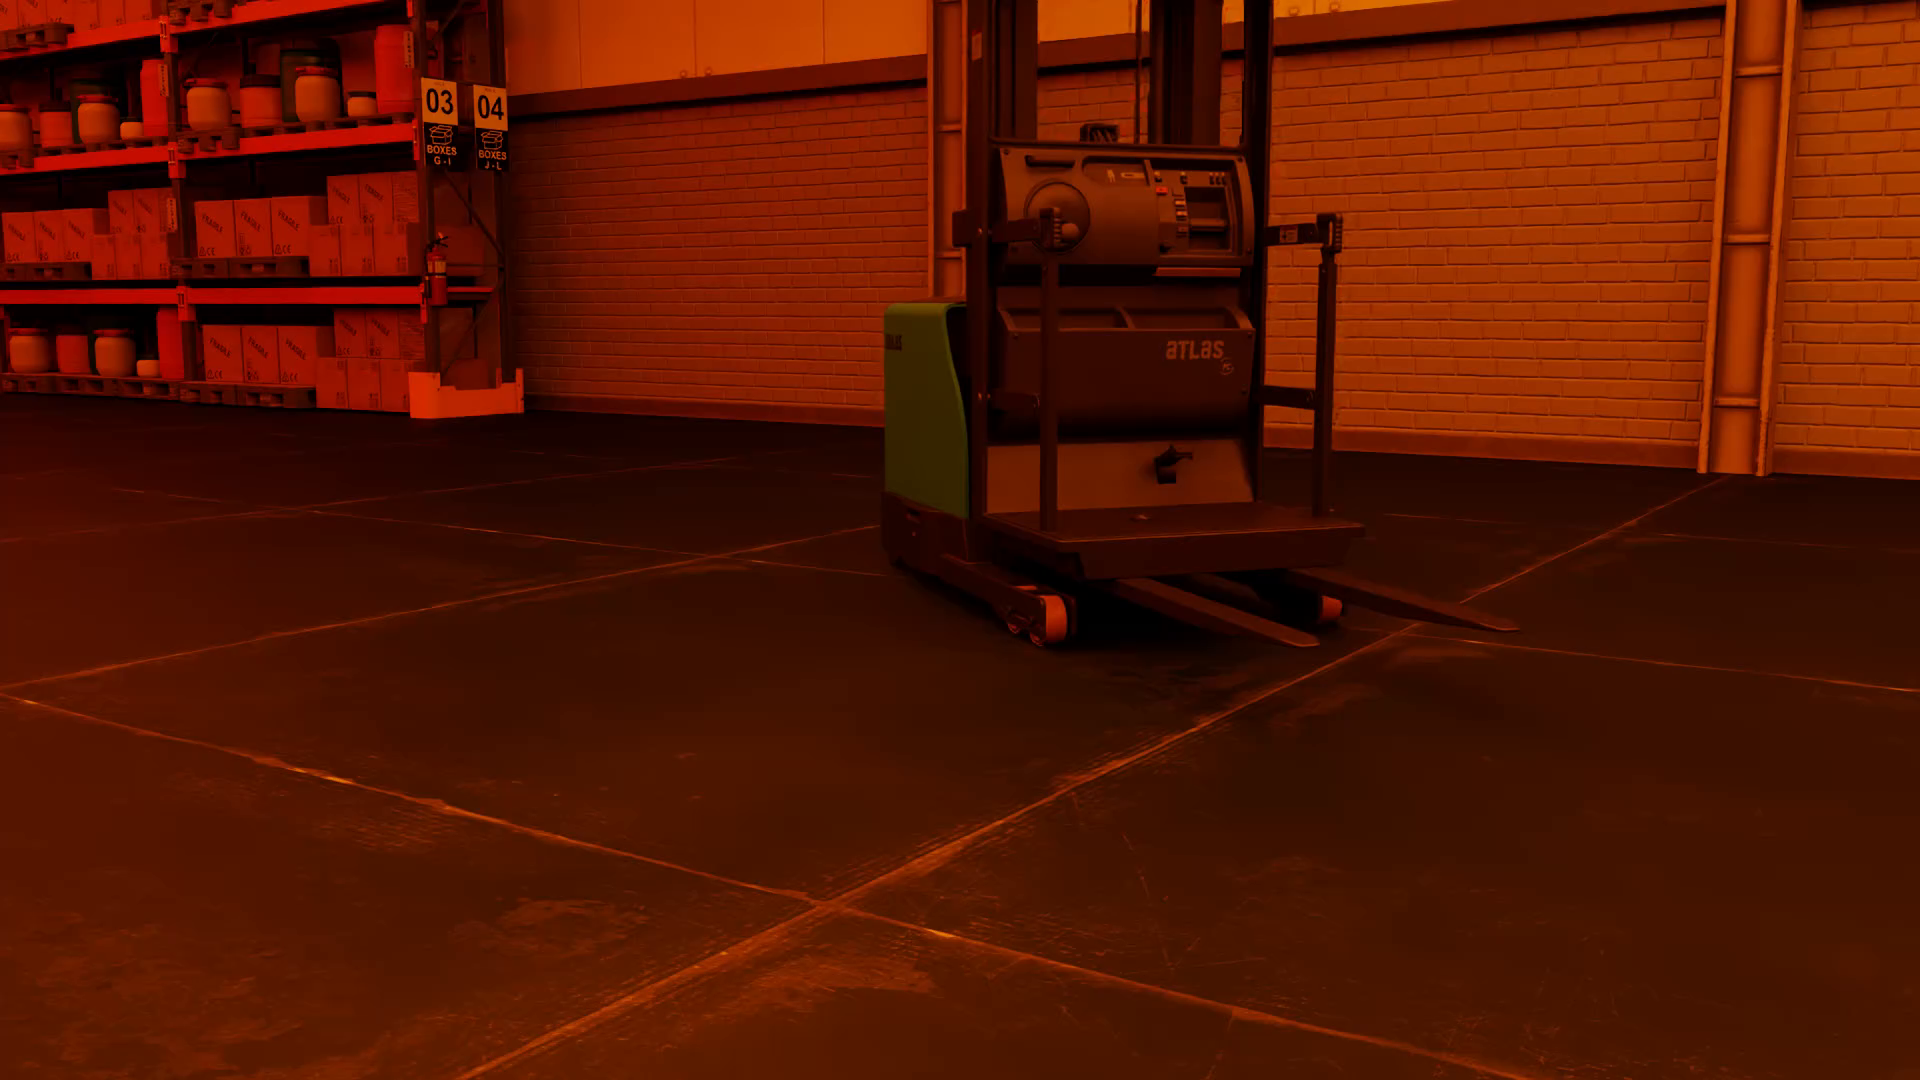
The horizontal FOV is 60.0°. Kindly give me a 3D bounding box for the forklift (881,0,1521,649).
[{"bbox_3d":[0.652,-1.181,5.498,1.130,2.935,3.031,-3,9,-20],"label":"forklift"}]
